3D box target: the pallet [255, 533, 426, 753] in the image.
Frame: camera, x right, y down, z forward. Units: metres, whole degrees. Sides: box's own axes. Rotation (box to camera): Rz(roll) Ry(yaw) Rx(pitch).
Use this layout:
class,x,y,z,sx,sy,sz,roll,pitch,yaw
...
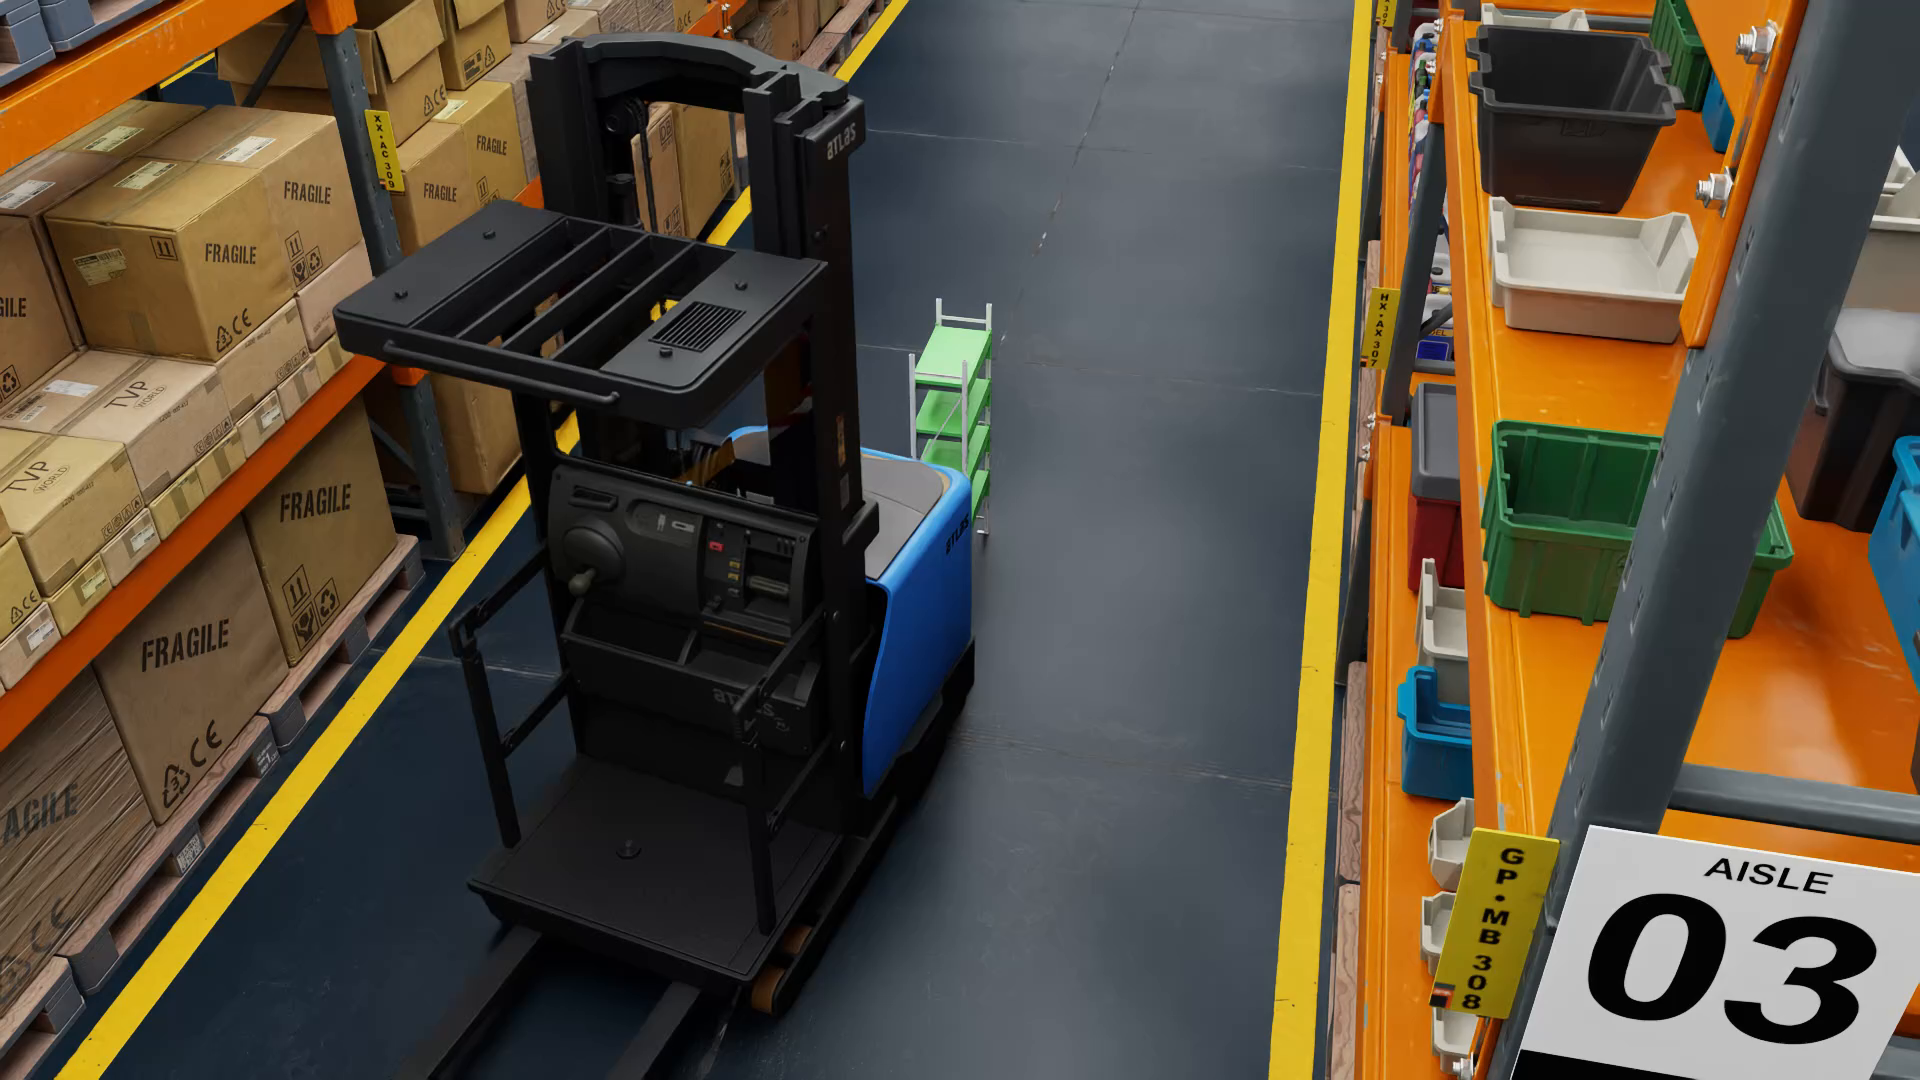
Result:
class,x,y,z,sx,sy,sz,roll,pitch,yaw
pallet,-3.023,0.354,7.082,1.003,0.211,1.213,7,37,10

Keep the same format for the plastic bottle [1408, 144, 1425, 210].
class,x,y,z,sx,sy,sz,roll,pitch,yaw
plastic bottle,2.092,-1.647,7.566,0.061,0.283,0.133,7,37,10

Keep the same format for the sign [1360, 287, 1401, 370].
class,x,y,z,sx,sy,sz,roll,pitch,yaw
sign,1.518,-0.763,6.011,0.100,0.325,0.005,7,37,10

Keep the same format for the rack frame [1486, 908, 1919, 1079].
class,x,y,z,sx,sy,sz,roll,pitch,yaw
rack frame,1.200,1.713,2.831,1.000,3.000,0.127,7,37,10

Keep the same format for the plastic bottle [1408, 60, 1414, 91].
class,x,y,z,sx,sy,sz,roll,pitch,yaw
plastic bottle,2.429,-2.467,8.767,0.097,0.201,0.097,0,36,0

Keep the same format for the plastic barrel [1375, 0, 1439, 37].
class,x,y,z,sx,sy,sz,roll,pitch,yaw
plastic barrel,2.712,-3.233,9.539,0.600,0.536,0.708,7,37,10

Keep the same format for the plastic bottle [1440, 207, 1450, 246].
class,x,y,z,sx,sy,sz,roll,pitch,yaw
plastic bottle,1.971,-1.235,6.940,0.144,0.351,0.185,7,37,10

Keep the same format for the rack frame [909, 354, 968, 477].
class,x,y,z,sx,sy,sz,roll,pitch,yaw
rack frame,-0.087,-0.251,7.074,0.240,1.200,0.015,7,37,10

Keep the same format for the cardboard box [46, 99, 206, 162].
class,x,y,z,sx,sy,sz,roll,pitch,yaw
cardboard box,-3.136,-1.322,6.254,0.500,0.500,0.500,7,37,10

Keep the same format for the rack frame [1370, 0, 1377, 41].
class,x,y,z,sx,sy,sz,roll,pitch,yaw
rack frame,3.764,-5.167,12.323,1.000,3.000,0.127,7,37,10

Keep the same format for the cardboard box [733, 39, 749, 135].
class,x,y,z,sx,sy,sz,roll,pitch,yaw
cardboard box,-1.806,-3.047,11.154,0.700,0.500,0.500,5,36,8

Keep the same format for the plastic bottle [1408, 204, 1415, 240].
class,x,y,z,sx,sy,sz,roll,pitch,yaw
plastic bottle,2.036,-1.412,7.312,0.097,0.201,0.097,0,36,0

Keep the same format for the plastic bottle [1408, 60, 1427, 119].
class,x,y,z,sx,sy,sz,roll,pitch,yaw
plastic bottle,2.329,-2.283,8.443,0.061,0.283,0.133,7,37,10

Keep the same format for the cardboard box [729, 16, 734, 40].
class,x,y,z,sx,sy,sz,roll,pitch,yaw
cardboard box,-1.816,-3.352,10.935,0.500,0.250,0.500,9,37,12

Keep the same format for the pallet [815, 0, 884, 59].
class,x,y,z,sx,sy,sz,roll,pitch,yaw
pallet,-1.240,-4.212,13.382,1.003,0.211,1.213,7,37,10

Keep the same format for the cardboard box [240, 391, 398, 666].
class,x,y,z,sx,sy,sz,roll,pitch,yaw
cardboard box,-3.003,-0.143,6.844,0.875,0.875,0.875,7,37,10

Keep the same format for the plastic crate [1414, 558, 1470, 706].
class,x,y,z,sx,sy,sz,roll,pitch,yaw
plastic crate,1.549,0.295,4.836,0.437,0.282,0.530,7,37,10

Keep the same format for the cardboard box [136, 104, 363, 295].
class,x,y,z,sx,sy,sz,roll,pitch,yaw
cardboard box,-2.621,-1.268,6.179,0.500,0.500,0.500,8,37,11

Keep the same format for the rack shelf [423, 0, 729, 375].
class,x,y,z,sx,sy,sz,roll,pitch,yaw
rack shelf,-2.357,-2.057,8.645,1.077,0.370,4.000,7,37,10

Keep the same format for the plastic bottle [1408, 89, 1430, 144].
class,x,y,z,sx,sy,sz,roll,pitch,yaw
plastic bottle,2.273,-2.077,8.170,0.097,0.271,0.097,0,36,0

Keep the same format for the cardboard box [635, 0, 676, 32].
class,x,y,z,sx,sy,sz,roll,pitch,yaw
cardboard box,-1.905,-2.936,9.160,0.500,0.500,0.500,7,37,10

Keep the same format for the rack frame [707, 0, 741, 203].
class,x,y,z,sx,sy,sz,roll,pitch,yaw
rack frame,-1.930,-3.495,10.016,1.000,3.000,0.127,7,37,10

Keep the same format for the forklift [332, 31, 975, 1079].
class,x,y,z,sx,sy,sz,roll,pitch,yaw
forklift,-0.977,0.112,5.098,1.130,2.935,3.031,14,38,18

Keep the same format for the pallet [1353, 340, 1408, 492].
class,x,y,z,sx,sy,sz,roll,pitch,yaw
pallet,2.519,-0.590,8.385,1.003,0.211,1.213,7,37,10

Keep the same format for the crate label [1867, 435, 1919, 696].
class,x,y,z,sx,sy,sz,roll,pitch,yaw
crate label,1.713,0.070,2.668,0.408,0.251,0.502,7,37,10

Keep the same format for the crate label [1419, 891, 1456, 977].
class,x,y,z,sx,sy,sz,roll,pitch,yaw
crate label,1.309,0.978,4.019,0.396,0.136,0.243,7,37,10

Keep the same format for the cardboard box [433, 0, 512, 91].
class,x,y,z,sx,sy,sz,roll,pitch,yaw
cardboard box,-2.498,-2.407,7.576,0.797,0.503,0.637,8,37,10

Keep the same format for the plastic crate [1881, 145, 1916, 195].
class,x,y,z,sx,sy,sz,roll,pitch,yaw
plastic crate,2.155,-0.912,4.120,0.293,0.136,0.466,7,37,10

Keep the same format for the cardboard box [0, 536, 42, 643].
class,x,y,z,sx,sy,sz,roll,pitch,yaw
cardboard box,-3.057,0.204,4.787,0.500,0.250,0.500,6,36,8

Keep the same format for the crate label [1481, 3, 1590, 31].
class,x,y,z,sx,sy,sz,roll,pitch,yaw
crate label,1.668,-1.444,4.855,0.293,0.136,0.466,7,37,10

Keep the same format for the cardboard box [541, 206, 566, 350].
class,x,y,z,sx,sy,sz,roll,pitch,yaw
cardboard box,-2.477,-1.393,8.569,1.225,0.875,0.875,6,36,8

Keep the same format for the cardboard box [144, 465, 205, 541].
class,x,y,z,sx,sy,sz,roll,pitch,yaw
cardboard box,-2.803,-0.147,5.611,0.380,0.149,0.250,7,36,9

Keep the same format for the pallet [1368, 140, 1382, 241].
class,x,y,z,sx,sy,sz,roll,pitch,yaw
pallet,3.113,-2.184,10.584,1.003,0.211,1.213,7,37,10

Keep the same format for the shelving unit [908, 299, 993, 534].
class,x,y,z,sx,sy,sz,roll,pitch,yaw
shelving unit,-0.035,-0.391,7.267,0.258,1.200,0.503,7,37,10

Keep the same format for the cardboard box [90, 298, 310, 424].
class,x,y,z,sx,sy,sz,roll,pitch,yaw
cardboard box,-2.730,-0.678,6.004,0.500,0.250,0.500,8,37,11

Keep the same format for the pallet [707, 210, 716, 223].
class,x,y,z,sx,sy,sz,roll,pitch,yaw
pallet,-2.172,-1.923,10.224,1.003,0.211,1.213,7,37,10

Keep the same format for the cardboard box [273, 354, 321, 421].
class,x,y,z,sx,sy,sz,roll,pitch,yaw
cardboard box,-2.639,-0.589,6.221,0.380,0.149,0.250,7,36,9

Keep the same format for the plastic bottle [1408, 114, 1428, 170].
class,x,y,z,sx,sy,sz,roll,pitch,yaw
plastic bottle,2.203,-1.889,7.910,0.097,0.271,0.097,0,36,0

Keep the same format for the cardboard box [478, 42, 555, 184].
class,x,y,z,sx,sy,sz,roll,pitch,yaw
cardboard box,-2.228,-2.050,7.937,0.500,0.500,0.500,7,36,9

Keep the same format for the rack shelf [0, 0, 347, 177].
class,x,y,z,sx,sy,sz,roll,pitch,yaw
rack shelf,-3.211,-0.978,4.601,1.077,0.370,4.000,7,37,10

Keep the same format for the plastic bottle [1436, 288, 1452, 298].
class,x,y,z,sx,sy,sz,roll,pitch,yaw
plastic bottle,1.909,-0.906,6.613,0.097,0.201,0.097,0,36,0

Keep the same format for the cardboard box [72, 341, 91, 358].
class,x,y,z,sx,sy,sz,roll,pitch,yaw
cardboard box,-3.251,-0.740,6.090,0.500,0.250,0.500,7,37,10

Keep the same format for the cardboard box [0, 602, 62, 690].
class,x,y,z,sx,sy,sz,roll,pitch,yaw
cardboard box,-2.968,0.294,5.003,0.380,0.149,0.250,7,37,9

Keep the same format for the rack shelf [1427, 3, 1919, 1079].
class,x,y,z,sx,sy,sz,roll,pitch,yaw
rack shelf,1.628,-0.357,3.744,1.077,0.370,4.000,7,37,10

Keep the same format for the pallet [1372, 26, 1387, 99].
class,x,y,z,sx,sy,sz,roll,pitch,yaw
pallet,3.634,-3.583,12.514,1.003,0.211,1.213,7,37,10

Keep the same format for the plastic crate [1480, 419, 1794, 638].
class,x,y,z,sx,sy,sz,roll,pitch,yaw
plastic crate,1.132,-0.017,2.843,0.450,0.188,0.336,7,37,10

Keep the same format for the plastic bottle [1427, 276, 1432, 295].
class,x,y,z,sx,sy,sz,roll,pitch,yaw
plastic bottle,1.828,-0.938,6.588,0.061,0.283,0.133,7,37,10

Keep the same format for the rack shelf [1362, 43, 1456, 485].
class,x,y,z,sx,sy,sz,roll,pitch,yaw
rack shelf,2.482,-1.436,7.788,1.077,0.370,4.000,7,37,10

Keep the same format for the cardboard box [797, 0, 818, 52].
class,x,y,z,sx,sy,sz,roll,pitch,yaw
cardboard box,-1.467,-4.013,12.486,0.700,0.500,0.500,4,36,6

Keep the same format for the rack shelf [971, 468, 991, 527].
class,x,y,z,sx,sy,sz,roll,pitch,yaw
rack shelf,-0.035,-0.145,7.445,0.258,0.148,0.480,7,37,10
